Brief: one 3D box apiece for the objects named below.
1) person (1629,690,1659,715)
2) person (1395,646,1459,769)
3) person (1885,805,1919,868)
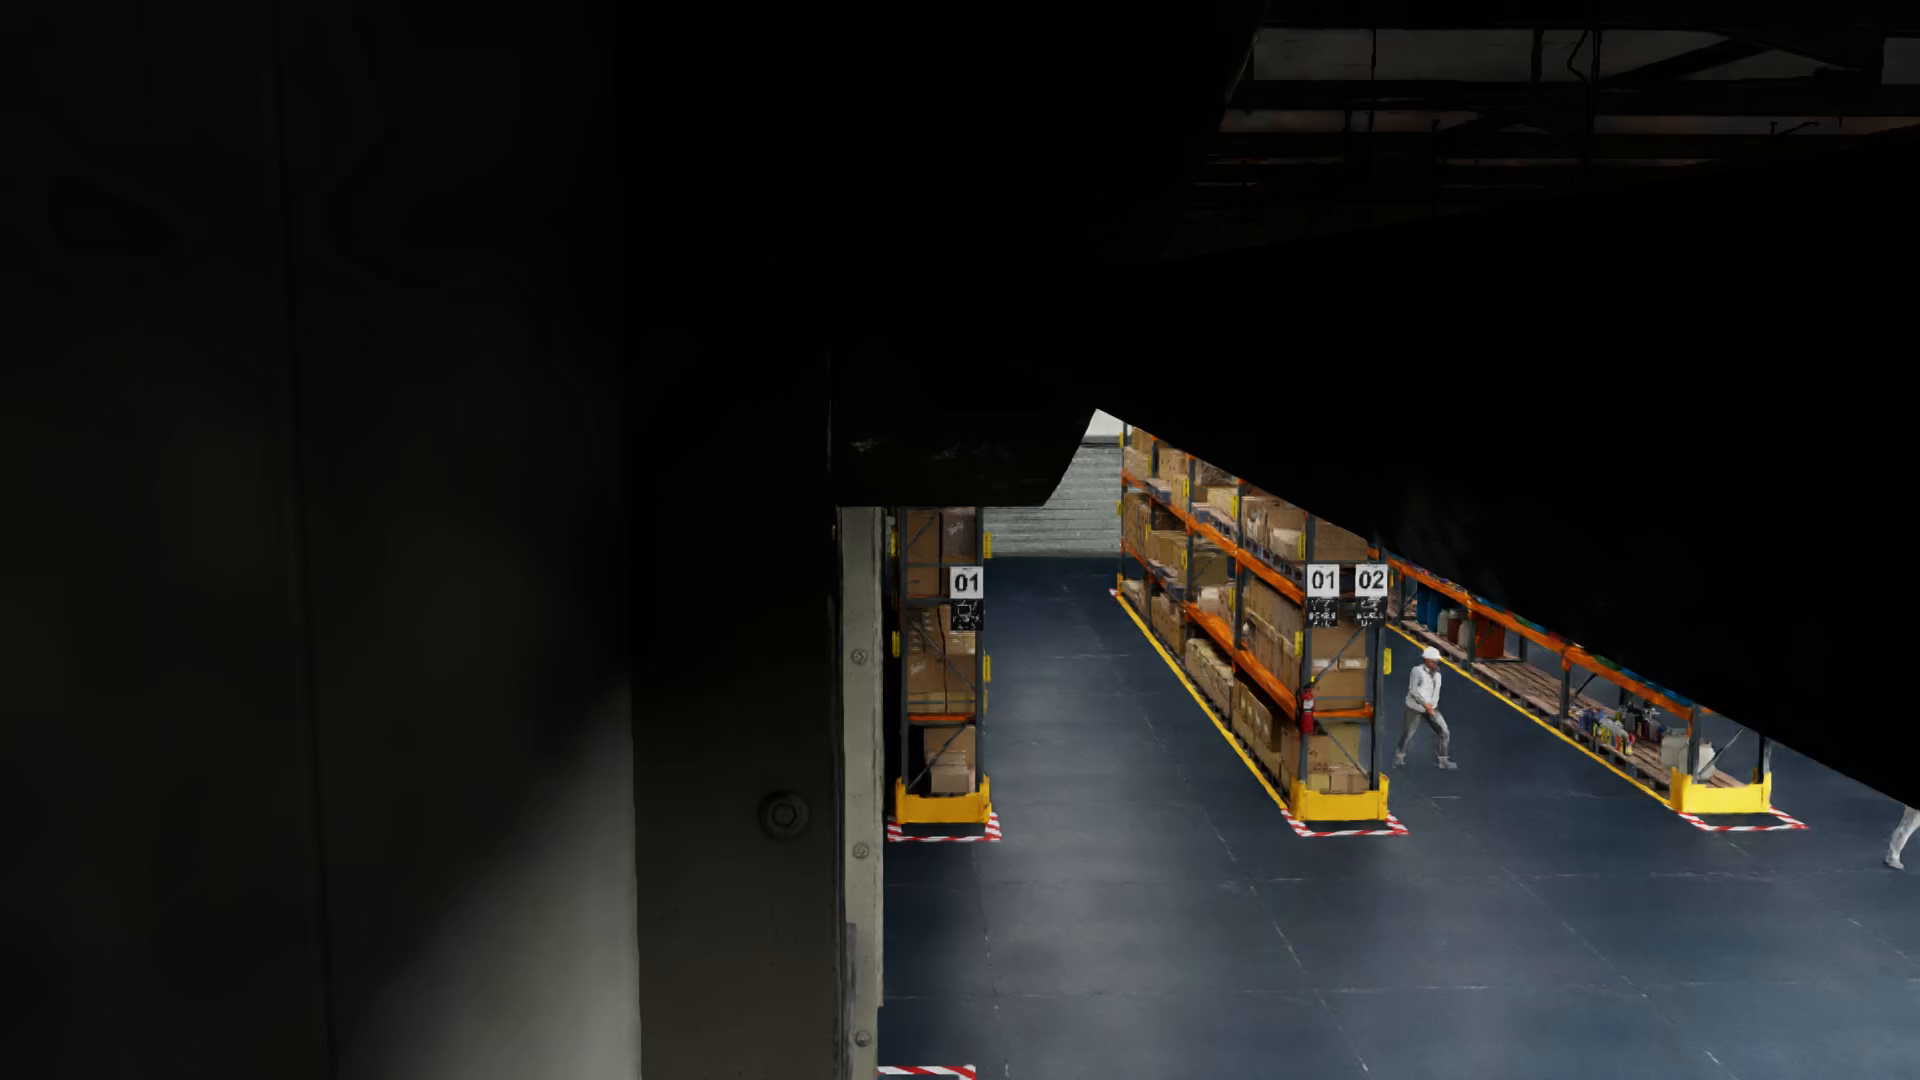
[{"bbox_3d":[10.698,1.917,26.015,0.546,1.564,0.608,-2,8,-12],"label":"person"},{"bbox_3d":[6.369,2.280,22.822,0.676,1.717,0.780,-3,9,-23],"label":"person"},{"bbox_3d":[10.867,2.877,18.621,0.702,1.705,0.780,-3,9,-23],"label":"person"}]
